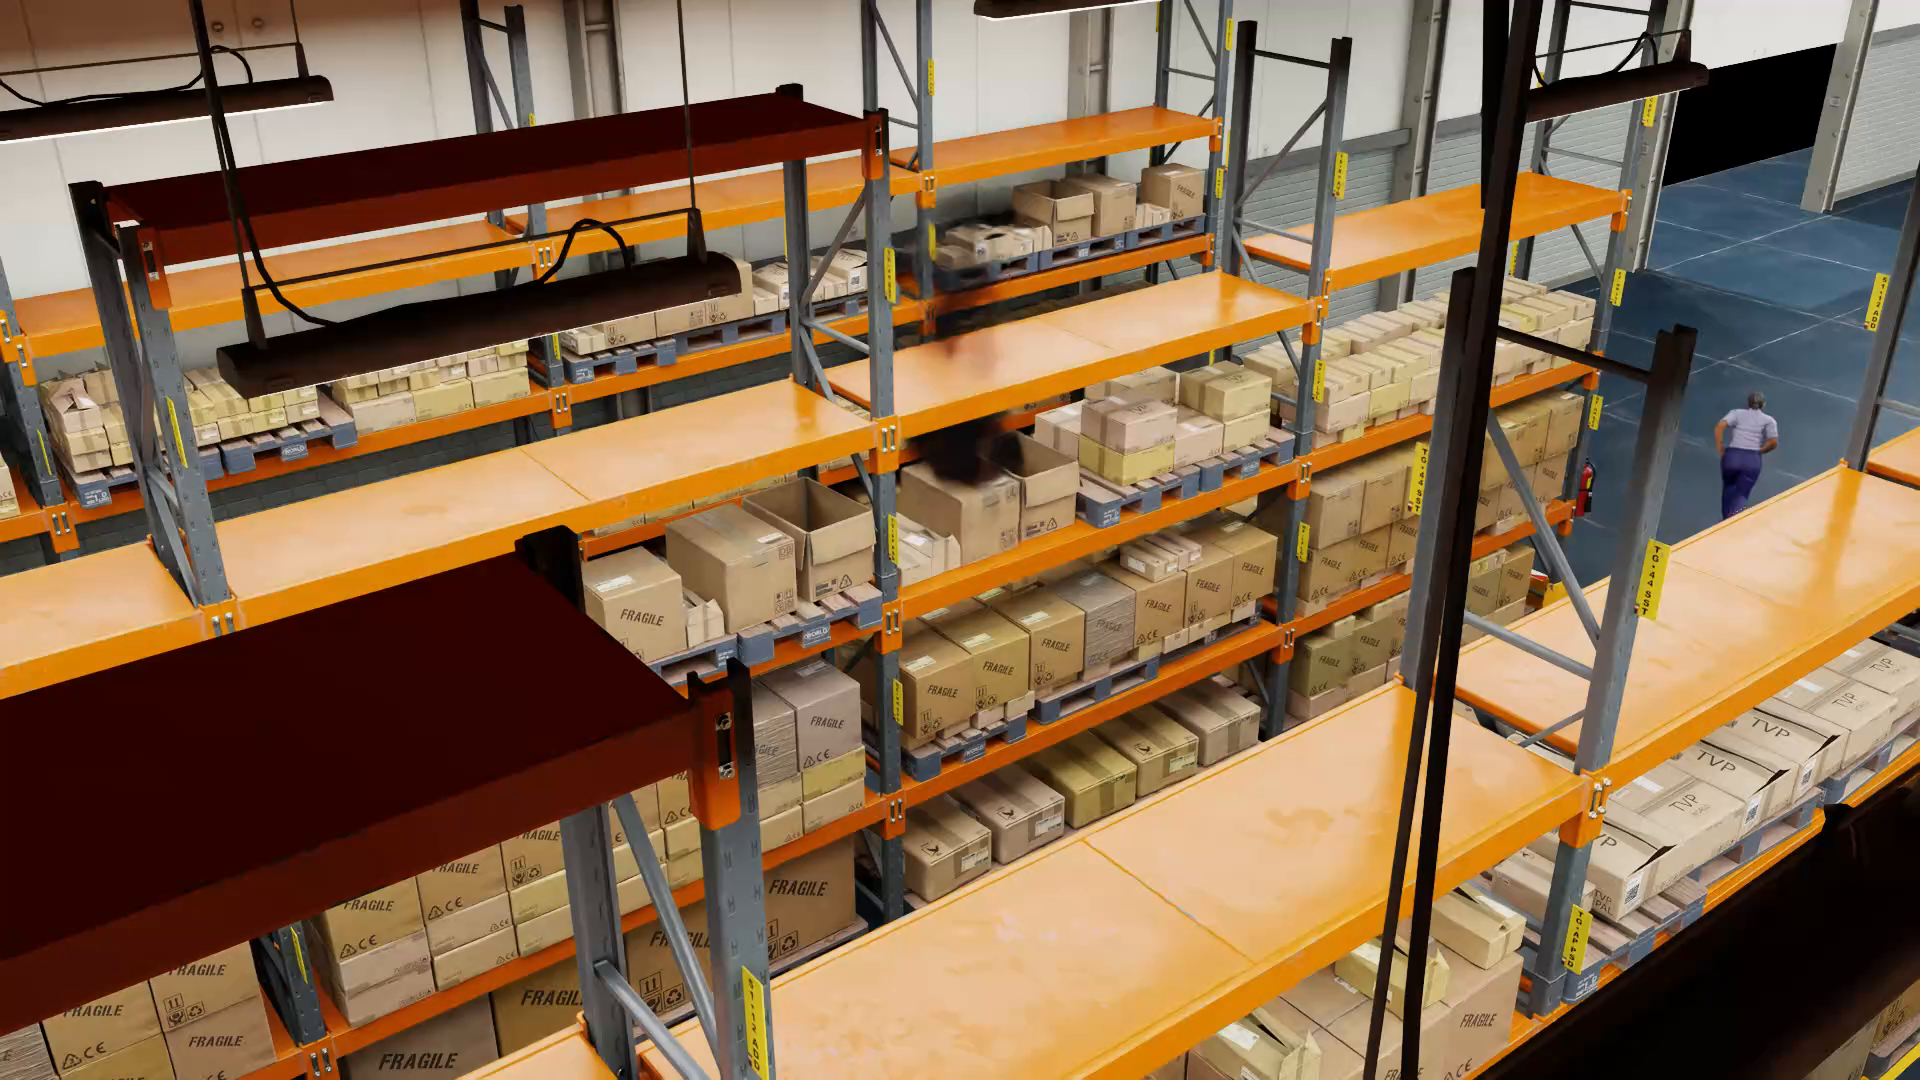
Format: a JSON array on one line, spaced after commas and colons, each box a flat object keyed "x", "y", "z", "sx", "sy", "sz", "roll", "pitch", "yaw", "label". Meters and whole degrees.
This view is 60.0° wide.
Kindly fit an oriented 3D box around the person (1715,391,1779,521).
[{"x": 8.369, "y": -0.728, "z": 17.872, "sx": 0.641, "sy": 1.612, "sz": 0.974, "roll": 11, "pitch": 28, "yaw": 22, "label": "person"}]
